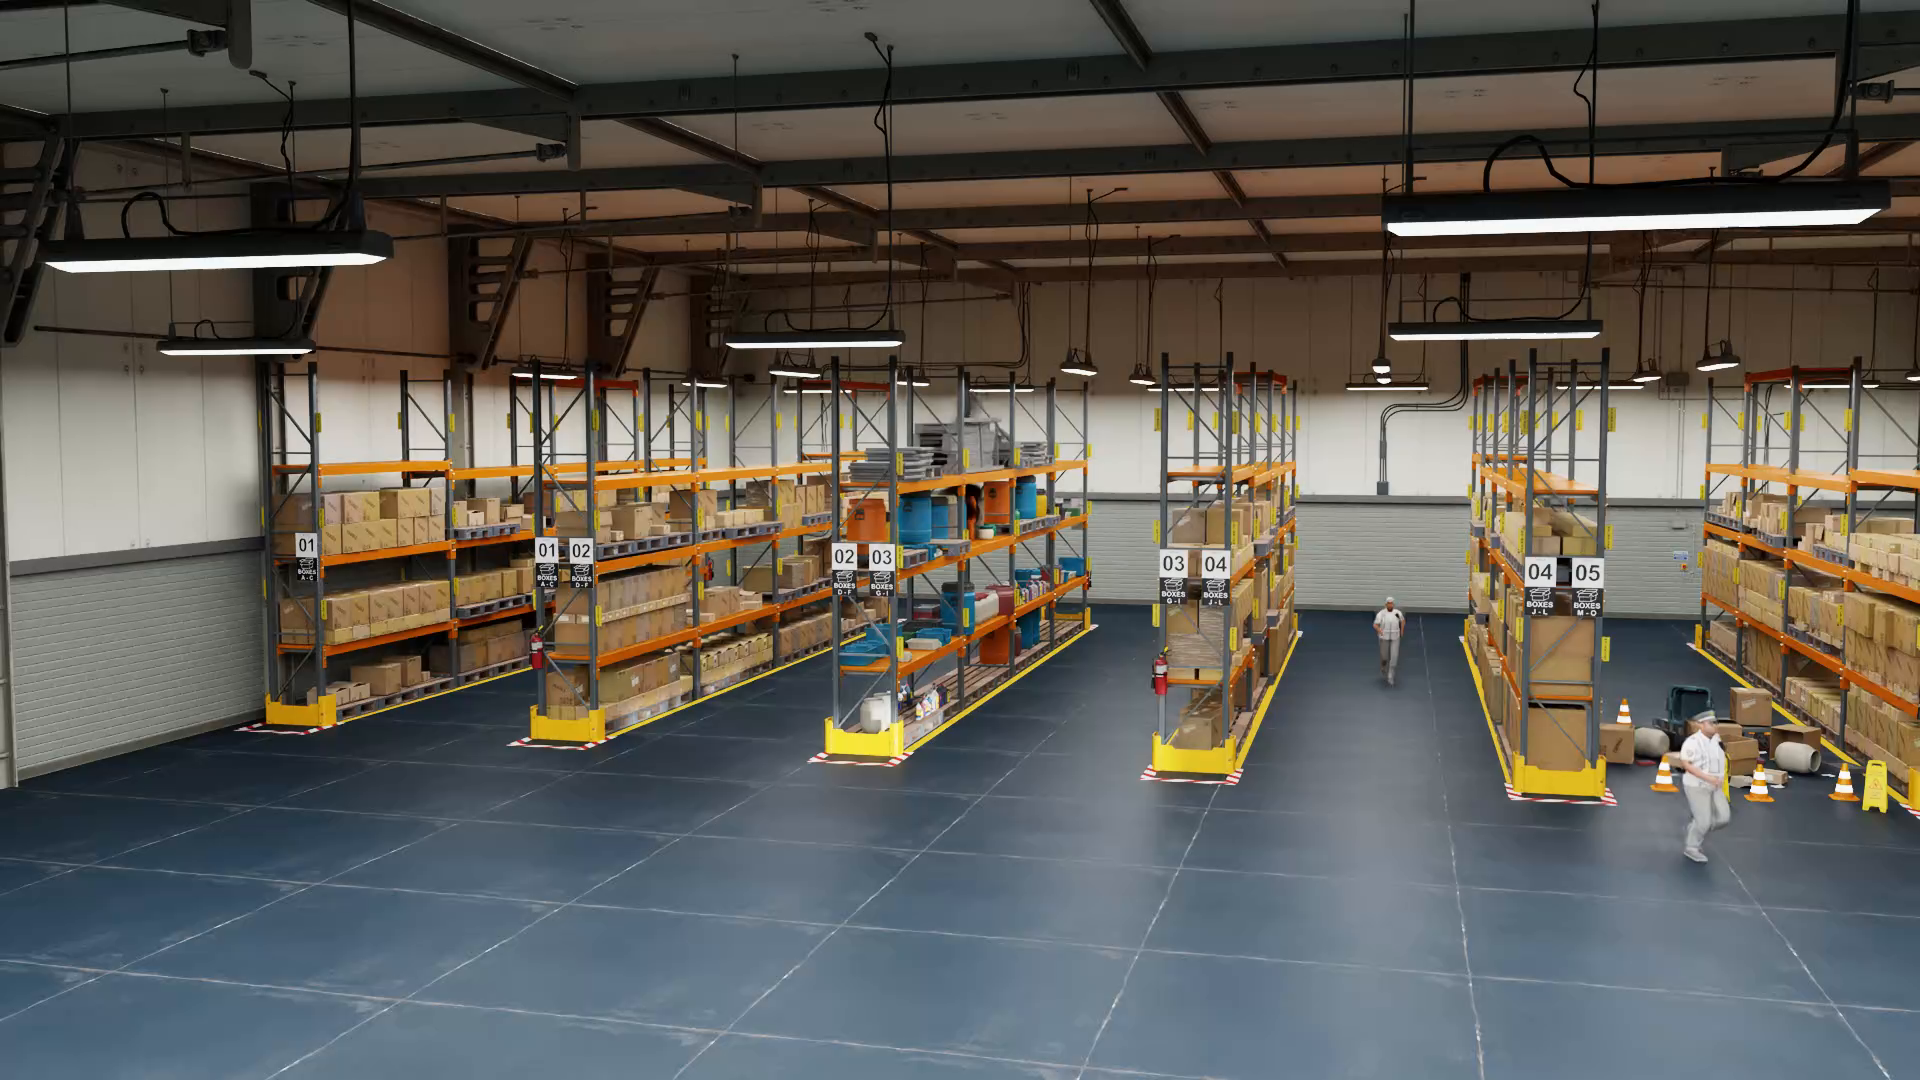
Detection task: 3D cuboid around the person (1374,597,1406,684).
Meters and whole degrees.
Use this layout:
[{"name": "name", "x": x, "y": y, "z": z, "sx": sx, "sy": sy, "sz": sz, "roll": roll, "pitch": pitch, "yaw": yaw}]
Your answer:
[{"name": "person", "x": 8.337, "y": 1.923, "z": 32.259, "sx": 0.615, "sy": 1.649, "sz": 0.823, "roll": 1, "pitch": 4, "yaw": 10}]

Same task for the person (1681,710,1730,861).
[{"name": "person", "x": 8.541, "y": 2.796, "z": 19.011, "sx": 0.698, "sy": 1.740, "sz": 0.611, "roll": -2, "pitch": 5, "yaw": -28}]
